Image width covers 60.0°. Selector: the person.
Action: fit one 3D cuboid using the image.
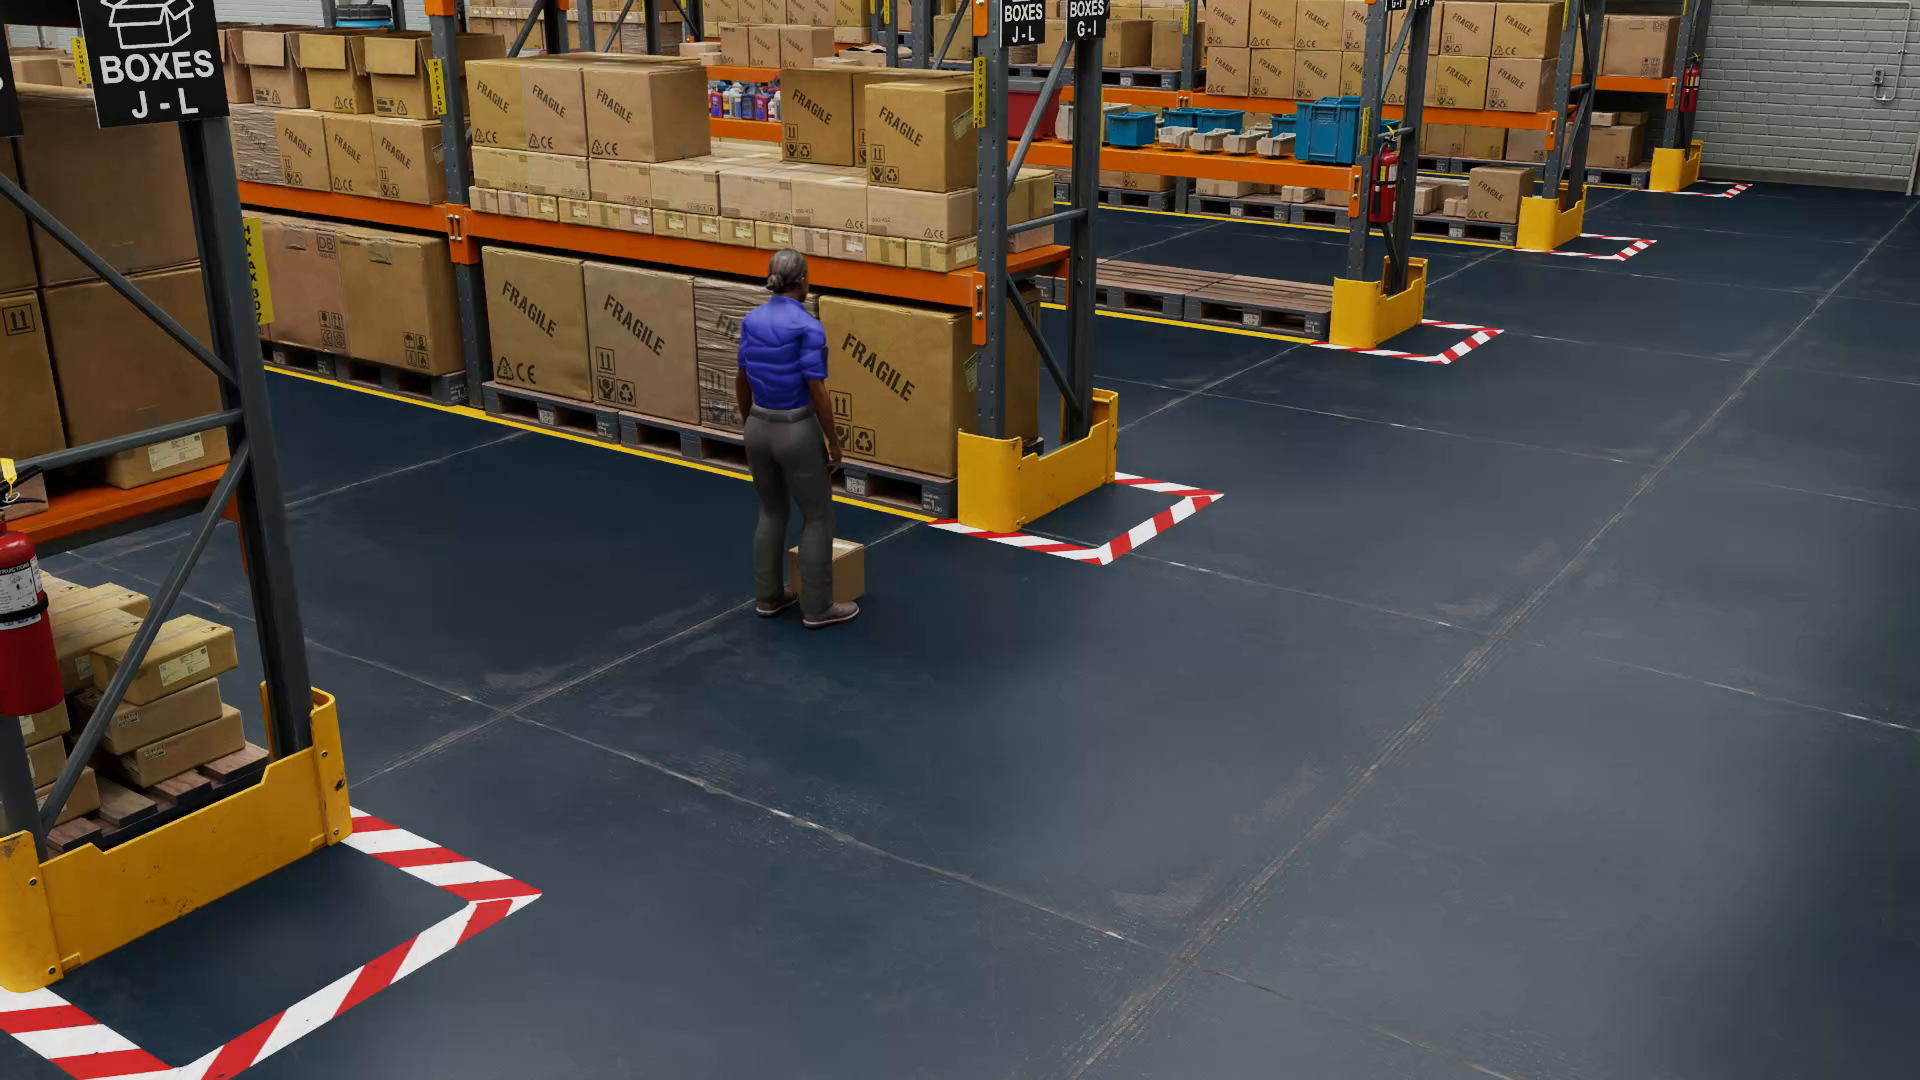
[{"bbox_3d":[-0.741,-0.443,7.300,0.523,1.655,0.351,12,23,30],"label":"person"}]
